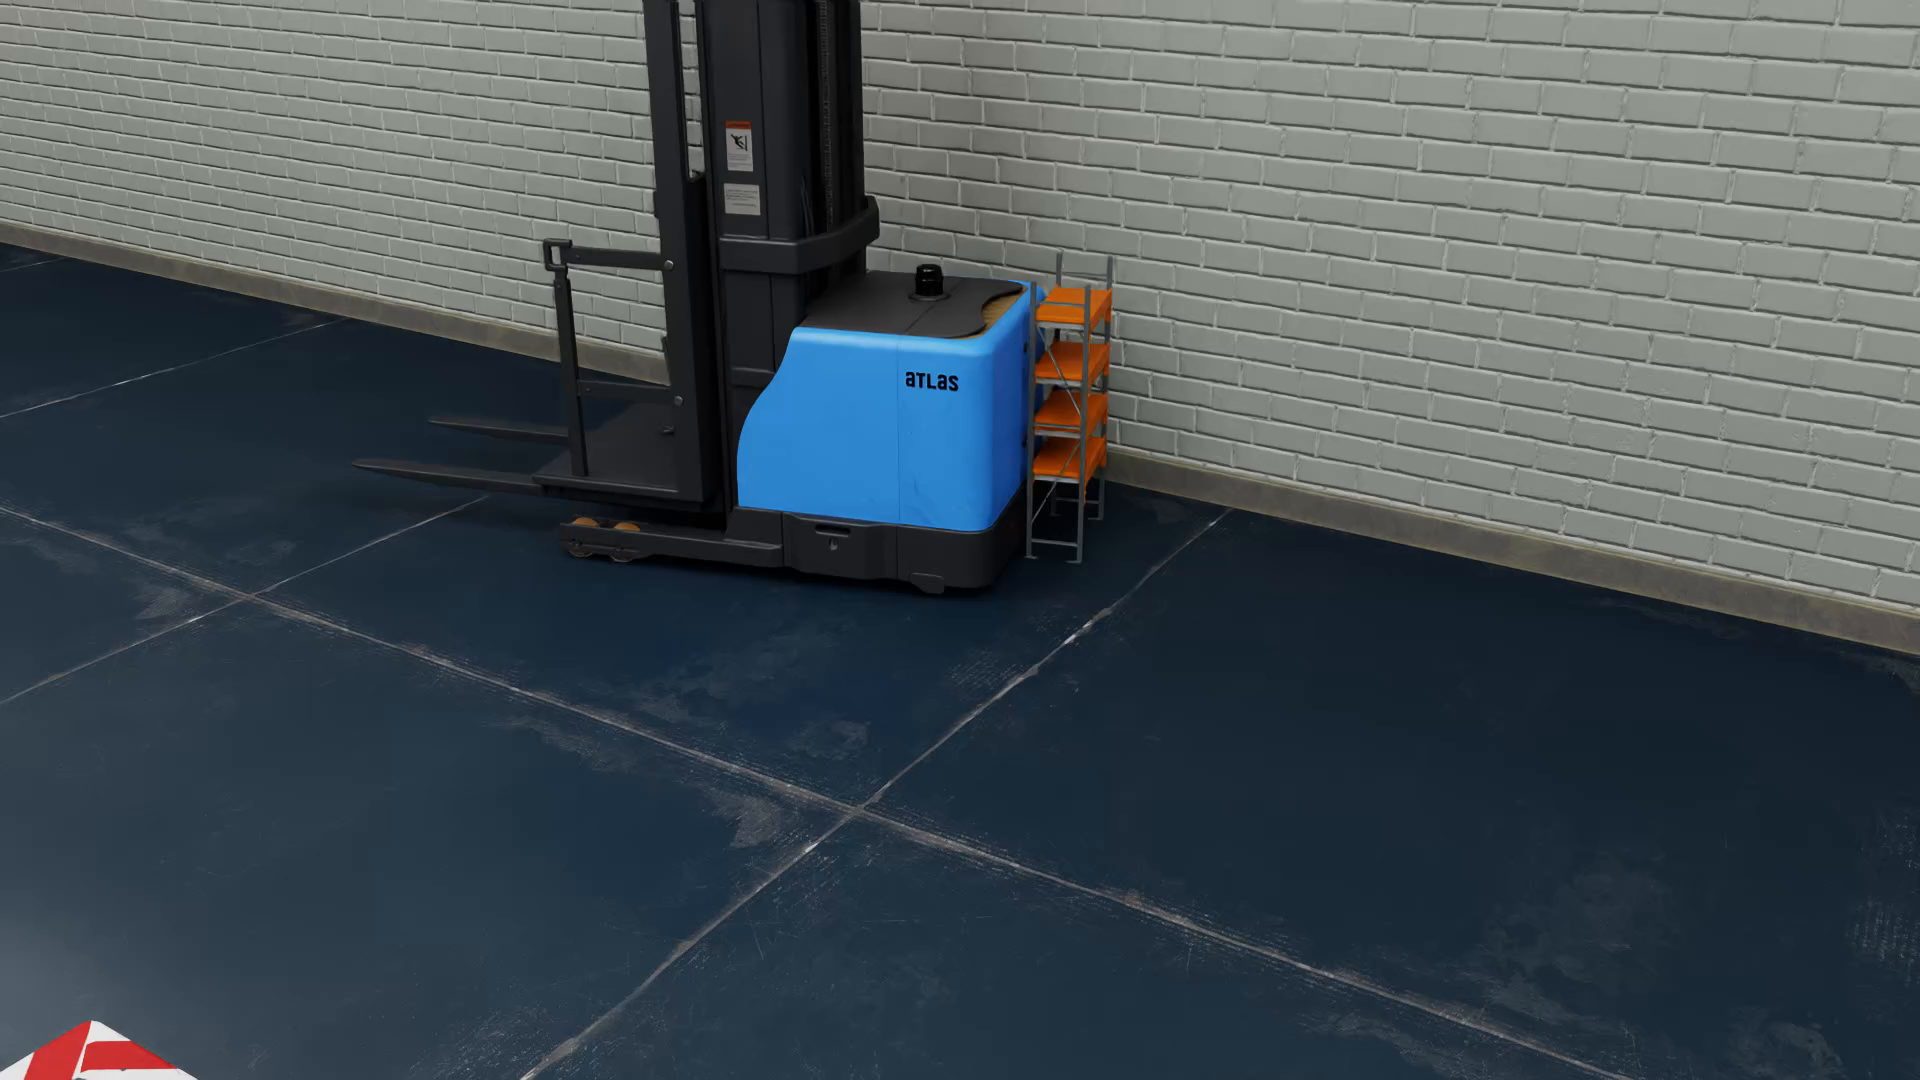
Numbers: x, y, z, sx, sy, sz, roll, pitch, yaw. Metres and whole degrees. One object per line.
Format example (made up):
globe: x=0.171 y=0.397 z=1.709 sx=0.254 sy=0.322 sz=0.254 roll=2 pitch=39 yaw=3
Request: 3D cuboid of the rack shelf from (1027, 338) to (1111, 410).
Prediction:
rack shelf: x=0.462 y=-0.701 z=6.965 sx=0.258 sy=0.148 sz=0.480 roll=6 pitch=24 yaw=14

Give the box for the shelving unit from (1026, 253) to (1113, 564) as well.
shelving unit: x=0.462 y=-0.557 z=7.027 sx=0.258 sy=1.200 sz=0.503 roll=6 pitch=24 yaw=14

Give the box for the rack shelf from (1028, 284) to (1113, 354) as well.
rack shelf: x=0.462 y=-0.918 z=6.871 sx=0.258 sy=0.148 sz=0.480 roll=6 pitch=24 yaw=14

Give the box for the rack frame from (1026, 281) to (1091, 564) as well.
rack frame: x=0.398 y=-0.464 z=6.811 sx=0.240 sy=1.200 sz=0.015 roll=6 pitch=24 yaw=14

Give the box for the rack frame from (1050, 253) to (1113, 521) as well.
rack frame: x=0.525 y=-0.651 z=7.243 sx=0.240 sy=1.200 sz=0.015 roll=6 pitch=24 yaw=14

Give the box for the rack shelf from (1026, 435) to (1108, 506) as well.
rack shelf: x=0.462 y=-0.313 z=7.133 sx=0.258 sy=0.148 sz=0.480 roll=6 pitch=24 yaw=14

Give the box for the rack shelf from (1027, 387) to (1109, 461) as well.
rack shelf: x=0.462 y=-0.496 z=7.054 sx=0.258 sy=0.148 sz=0.480 roll=6 pitch=24 yaw=14

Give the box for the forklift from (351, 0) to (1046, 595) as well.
forklift: x=-1.197 y=-1.442 z=6.892 sx=3.031 sy=2.935 sz=1.130 roll=7 pitch=24 yaw=15
